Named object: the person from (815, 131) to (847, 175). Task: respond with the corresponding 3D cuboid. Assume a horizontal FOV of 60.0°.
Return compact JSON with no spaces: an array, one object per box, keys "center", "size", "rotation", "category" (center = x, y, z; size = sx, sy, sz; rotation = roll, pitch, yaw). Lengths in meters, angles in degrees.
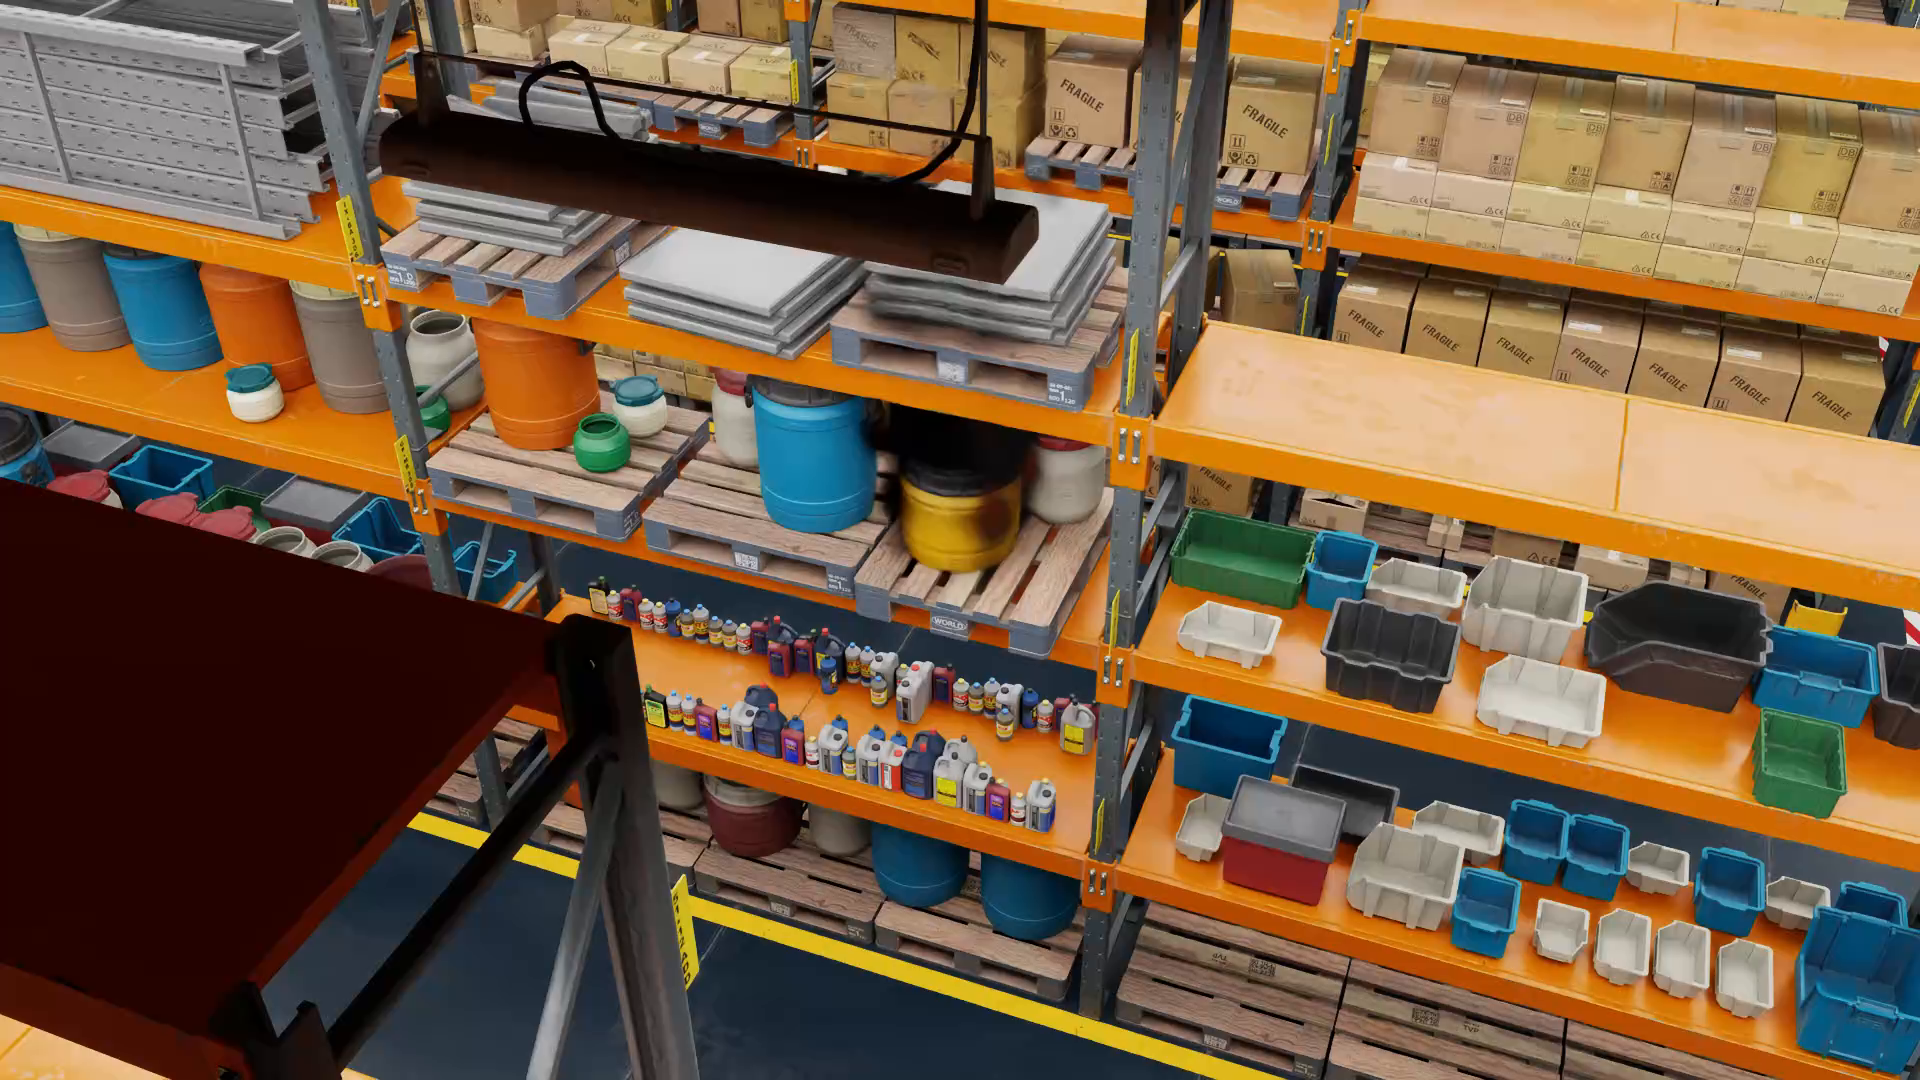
[{"center":[-1.271,-3.177,16.246],"size":[0.594,1.726,0.730],"rotation":[10,38,14],"category":"person"}]
